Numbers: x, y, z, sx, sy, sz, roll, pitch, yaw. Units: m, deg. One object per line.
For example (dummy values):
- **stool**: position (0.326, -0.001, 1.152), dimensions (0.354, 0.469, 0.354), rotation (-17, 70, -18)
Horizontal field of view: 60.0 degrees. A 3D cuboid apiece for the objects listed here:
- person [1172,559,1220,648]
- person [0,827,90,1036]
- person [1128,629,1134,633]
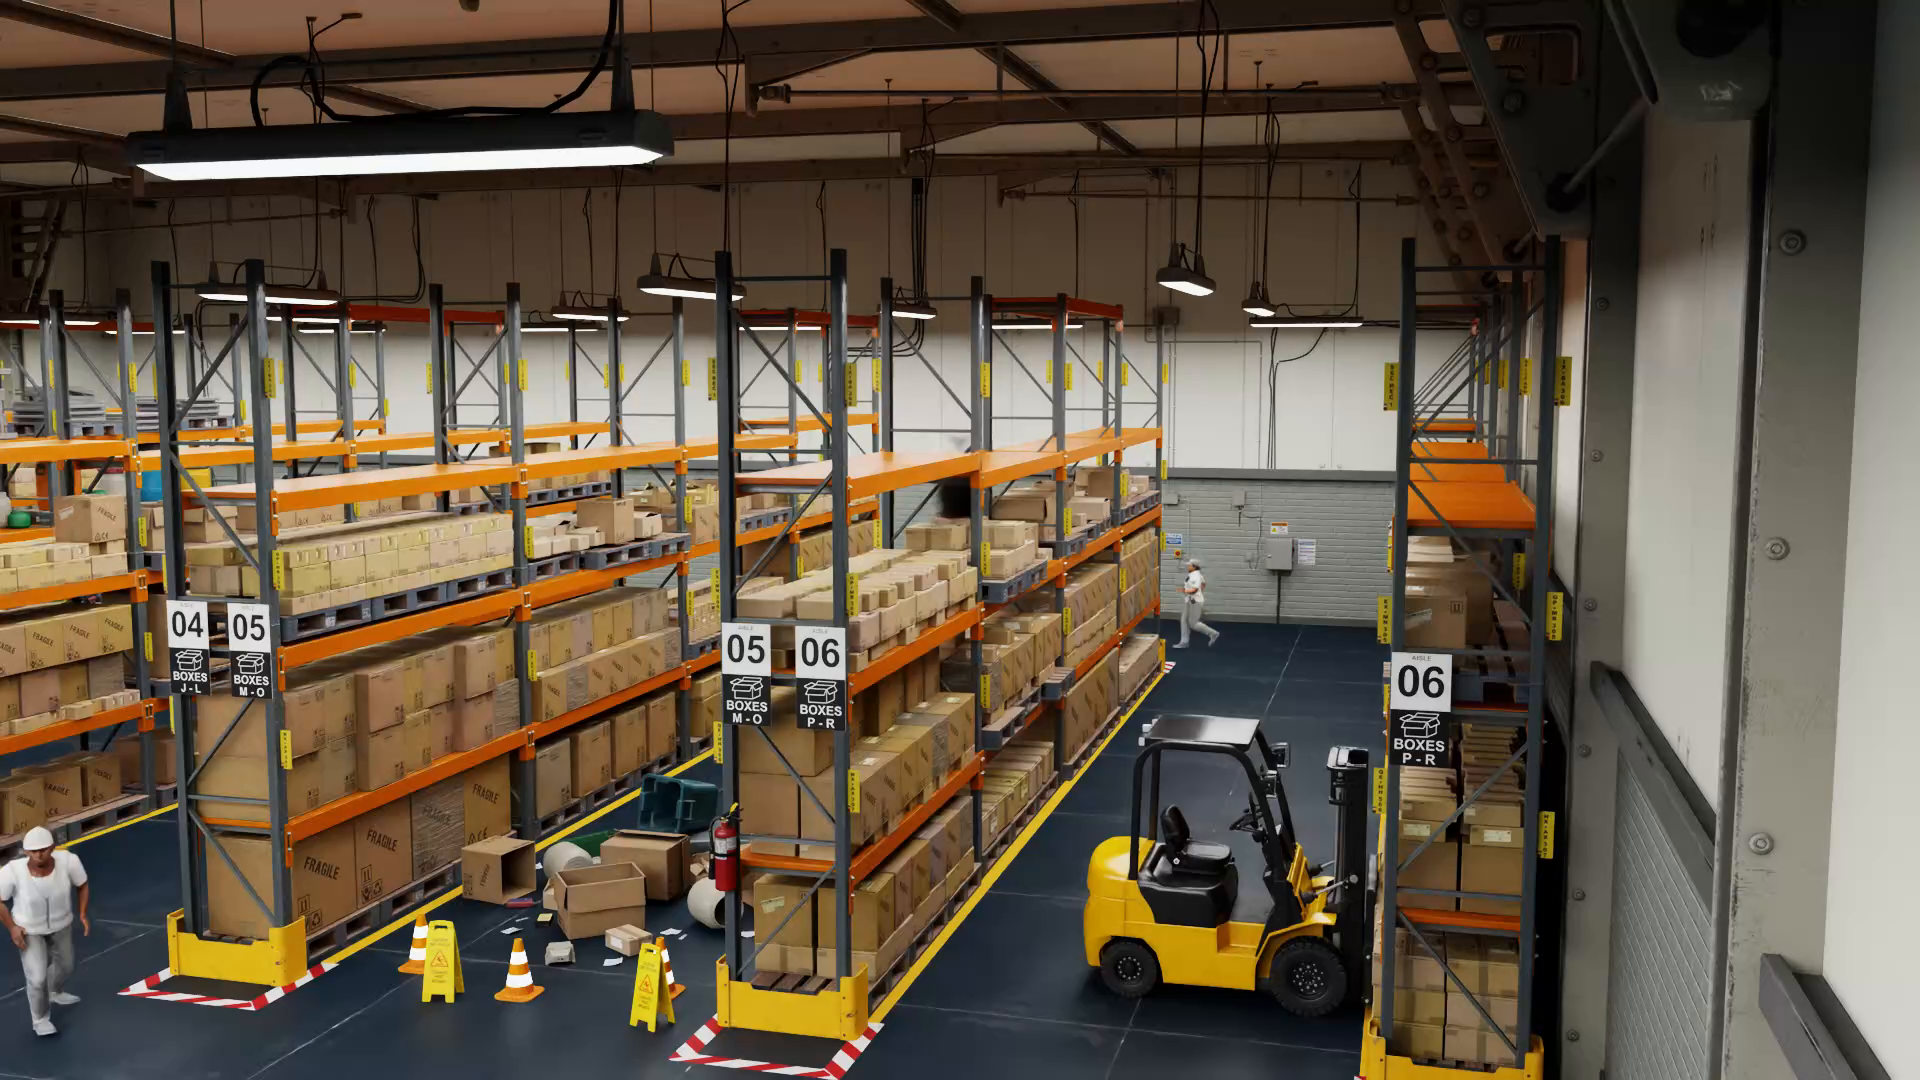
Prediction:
- **person**: position (4.282, 1.154, 30.112), dimensions (0.848, 1.643, 0.621), rotation (1, 6, 7)
- **person**: position (-7.114, 2.983, 12.864), dimensions (0.865, 1.670, 0.676), rotation (6, 8, 44)
- **person**: position (2.912, 1.056, 31.589), dimensions (0.706, 1.585, 0.554), rotation (-3, 7, -26)
